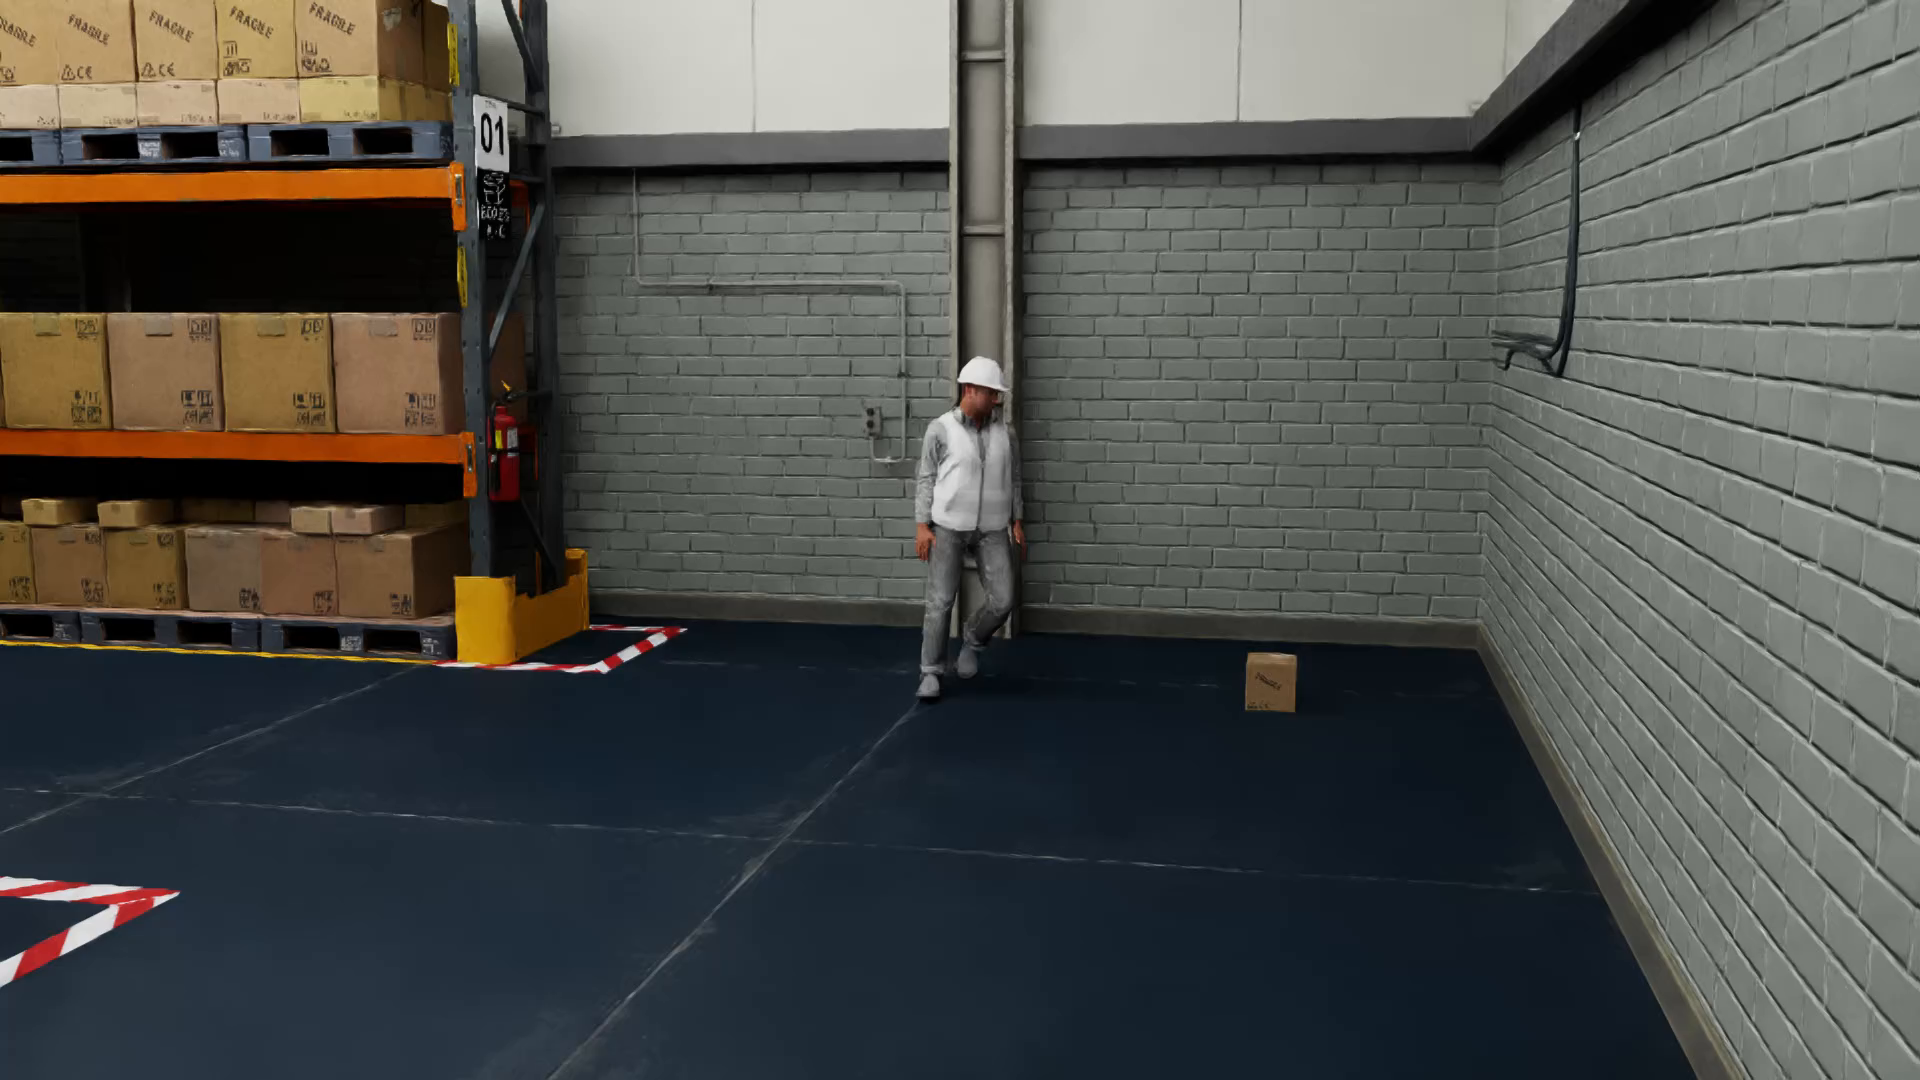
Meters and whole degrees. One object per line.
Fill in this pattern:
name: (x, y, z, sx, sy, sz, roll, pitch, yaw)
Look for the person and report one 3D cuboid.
person: (0.030, -0.074, 8.720, 0.605, 1.755, 0.486, -2, 8, -15)
